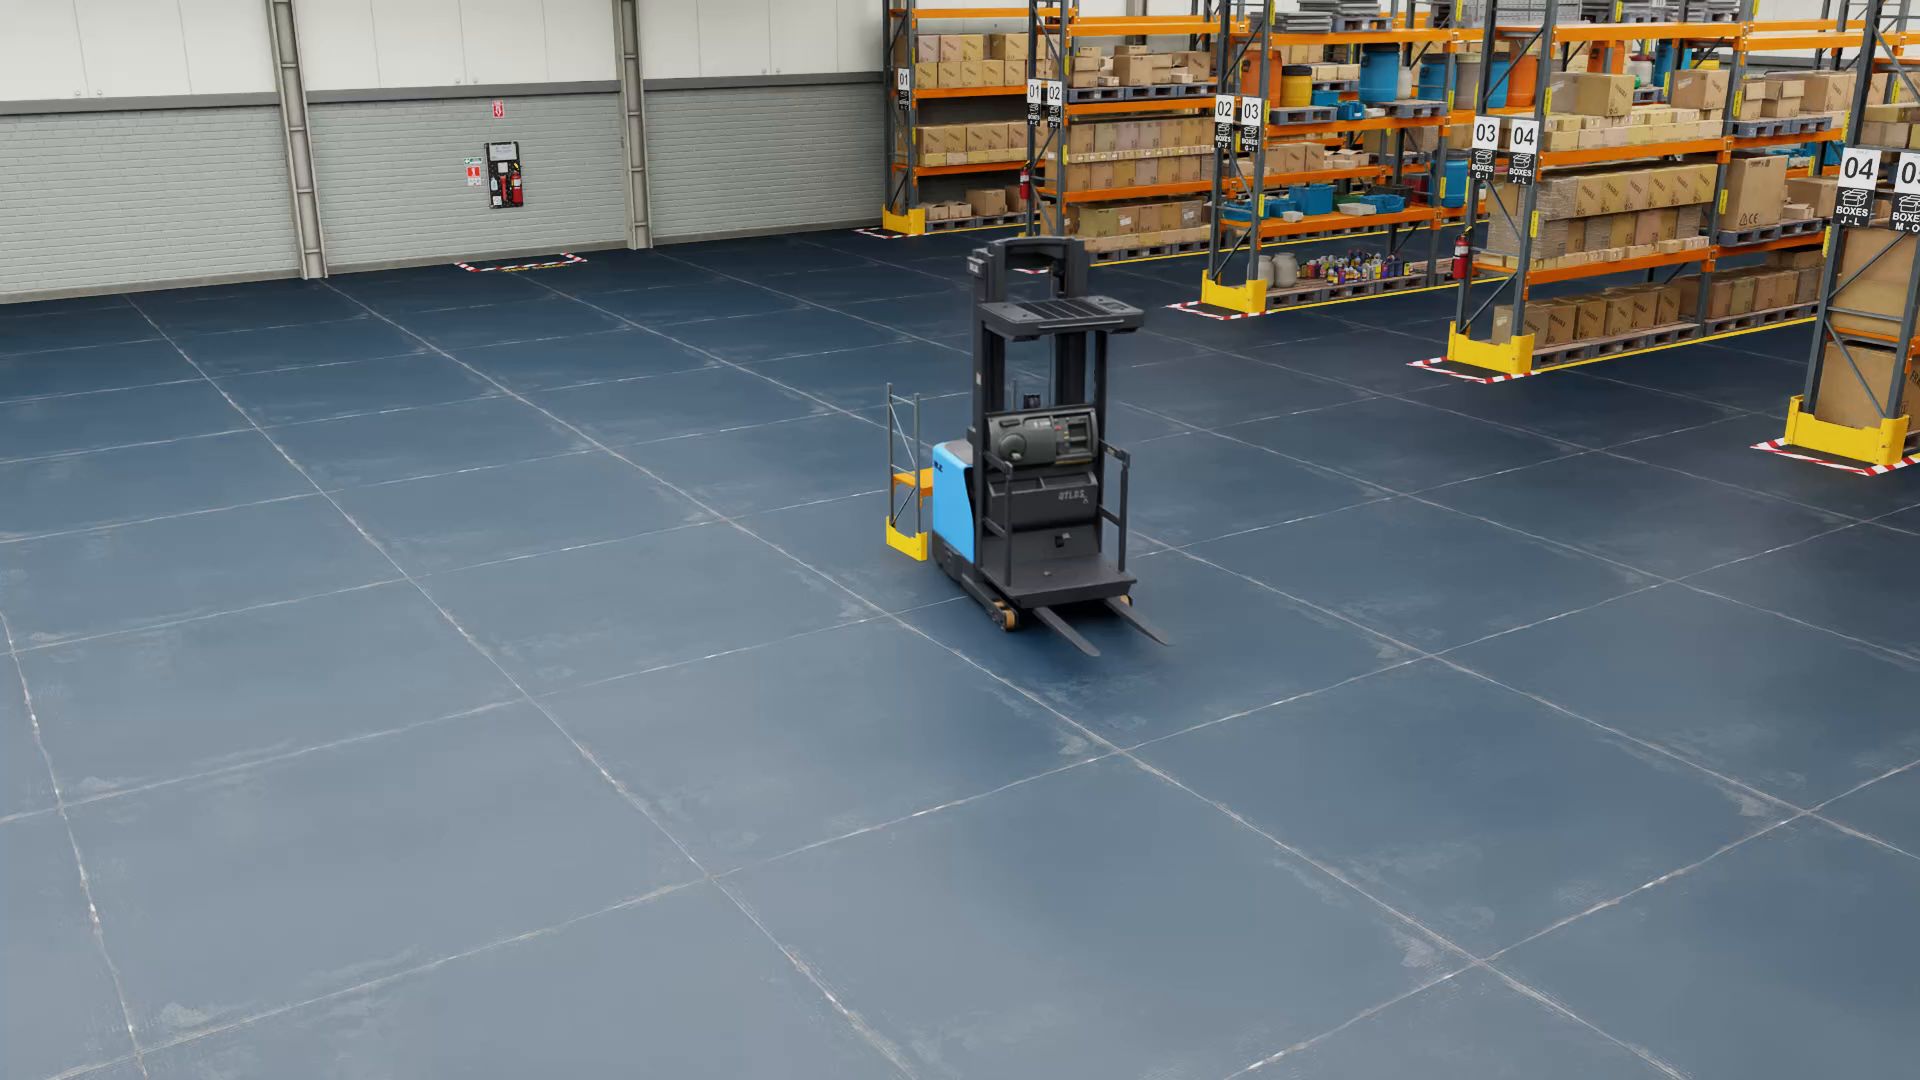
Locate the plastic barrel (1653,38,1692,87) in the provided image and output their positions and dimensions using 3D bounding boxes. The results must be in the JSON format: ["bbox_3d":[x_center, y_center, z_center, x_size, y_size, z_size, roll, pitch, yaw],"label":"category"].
[{"bbox_3d":[12.921,-8.688,30.136,0.708,0.901,0.600,-12,22,-31],"label":"plastic barrel"}]

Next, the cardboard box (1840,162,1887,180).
[{"bbox_3d":[14.265,-5.789,25.963,0.637,0.503,0.797,-11,22,-30],"label":"cardboard box"}]

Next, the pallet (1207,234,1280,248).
[{"bbox_3d":[5.453,-5.907,32.389,1.213,0.211,1.003,-12,22,-31],"label":"pallet"}]

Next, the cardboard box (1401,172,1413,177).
[{"bbox_3d":[10.787,-9.214,41.063,0.500,0.500,0.700,-13,22,-33],"label":"cardboard box"}]

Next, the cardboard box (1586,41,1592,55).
[{"bbox_3d":[13.639,-10.867,36.304,0.500,0.500,0.700,-12,22,-31],"label":"cardboard box"}]

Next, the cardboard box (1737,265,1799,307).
[{"bbox_3d":[12.171,-3.840,25.137,0.500,0.500,0.700,-10,21,-27],"label":"cardboard box"}]

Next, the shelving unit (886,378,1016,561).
[{"bbox_3d":[-0.064,-0.697,14.965,1.083,1.500,0.587,-12,22,-31],"label":"shelving unit"}]

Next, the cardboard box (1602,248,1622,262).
[{"bbox_3d":[8.639,-3.839,22.309,0.250,0.149,0.380,-12,22,-31],"label":"cardboard box"}]

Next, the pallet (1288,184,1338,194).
[{"bbox_3d":[8.210,-8.345,39.598,1.213,0.211,1.003,-12,22,-31],"label":"pallet"}]

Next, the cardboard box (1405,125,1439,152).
[{"bbox_3d":[9.533,-8.290,34.271,0.500,0.500,0.700,-8,20,-21],"label":"cardboard box"}]

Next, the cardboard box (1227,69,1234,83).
[{"bbox_3d":[5.379,-8.743,31.317,0.500,0.250,0.500,-9,21,-26],"label":"cardboard box"}]

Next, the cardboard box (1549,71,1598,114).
[{"bbox_3d":[8.119,-5.920,21.987,0.500,0.500,0.500,-12,22,-31],"label":"cardboard box"}]

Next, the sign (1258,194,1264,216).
[{"bbox_3d":[4.539,-5.041,25.041,0.005,0.325,0.100,-12,22,-31],"label":"sign"}]

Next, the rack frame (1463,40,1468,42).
[{"bbox_3d":[12.154,-13.368,40.736,0.127,3.000,1.000,-12,22,-31],"label":"rack frame"}]

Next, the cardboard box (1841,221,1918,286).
[{"bbox_3d":[9.939,-3.026,17.593,0.550,0.550,0.875,-12,22,-31],"label":"cardboard box"}]

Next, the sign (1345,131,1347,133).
[{"bbox_3d":[7.894,-8.447,33.863,0.005,0.325,0.100,-12,22,-31],"label":"sign"}]

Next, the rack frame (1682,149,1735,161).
[{"bbox_3d":[14.262,-7.172,31.775,0.127,3.000,1.000,-12,22,-31],"label":"rack frame"}]

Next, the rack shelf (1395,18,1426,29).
[{"bbox_3d":[9.871,-10.457,33.872,4.000,0.370,1.077,-12,22,-31],"label":"rack shelf"}]

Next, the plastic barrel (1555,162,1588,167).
[{"bbox_3d":[10.700,-6.369,29.187,0.708,0.536,0.600,-12,22,-31],"label":"plastic barrel"}]

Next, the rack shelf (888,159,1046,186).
[{"bbox_3d":[0.462,-7.719,34.518,4.000,0.370,1.077,-12,22,-31],"label":"rack shelf"}]

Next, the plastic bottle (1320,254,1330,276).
[{"bbox_3d":[6.010,-4.544,27.451,0.185,0.351,0.144,-11,22,-29],"label":"plastic bottle"}]

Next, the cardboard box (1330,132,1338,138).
[{"bbox_3d":[8.687,-9.577,39.250,0.250,0.149,0.380,-12,22,-31],"label":"cardboard box"}]

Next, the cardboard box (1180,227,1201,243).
[{"bbox_3d":[4.169,-5.759,31.233,0.500,0.250,0.500,-12,22,-31],"label":"cardboard box"}]

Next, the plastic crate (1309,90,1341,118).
[{"bbox_3d":[5.667,-6.888,26.276,0.575,0.384,0.392,-12,22,-31],"label":"plastic crate"}]

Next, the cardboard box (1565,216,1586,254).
[{"bbox_3d":[7.790,-4.131,22.160,0.500,0.500,0.875,-12,22,-31],"label":"cardboard box"}]

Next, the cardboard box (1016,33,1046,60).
[{"bbox_3d":[1.408,-10.103,34.014,0.500,0.500,0.500,-11,21,-28],"label":"cardboard box"}]

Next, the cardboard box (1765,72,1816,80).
[{"bbox_3d":[12.270,-6.655,24.625,0.500,0.500,0.500,-13,22,-33],"label":"cardboard box"}]

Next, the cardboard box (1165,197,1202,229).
[{"bbox_3d":[4.168,-6.115,31.115,0.500,0.500,0.500,-12,22,-31],"label":"cardboard box"}]

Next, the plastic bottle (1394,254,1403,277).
[{"bbox_3d":[7.201,-4.526,27.397,0.185,0.351,0.144,-13,22,-33],"label":"plastic bottle"}]

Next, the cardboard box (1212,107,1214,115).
[{"bbox_3d":[6.018,-9.686,37.390,0.500,0.250,0.500,-11,22,-30],"label":"cardboard box"}]

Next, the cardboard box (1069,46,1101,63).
[{"bbox_3d":[2.632,-10.155,35.103,0.500,0.500,0.500,-9,20,-24],"label":"cardboard box"}]

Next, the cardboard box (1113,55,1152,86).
[{"bbox_3d":[3.056,-8.337,29.506,0.500,0.500,0.500,-12,22,-31],"label":"cardboard box"}]

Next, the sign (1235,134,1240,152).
[{"bbox_3d":[5.166,-7.388,30.938,0.005,0.325,0.100,-12,22,-31],"label":"sign"}]

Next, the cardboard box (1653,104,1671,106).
[{"bbox_3d":[9.864,-6.002,23.242,0.250,0.149,0.380,-13,22,-33],"label":"cardboard box"}]

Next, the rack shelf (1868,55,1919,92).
[{"bbox_3d":[11.278,-5.053,17.887,4.000,0.370,1.077,-12,22,-31],"label":"rack shelf"}]

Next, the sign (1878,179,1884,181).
[{"bbox_3d":[13.952,-5.510,25.175,0.005,0.325,0.100,-12,22,-31],"label":"sign"}]

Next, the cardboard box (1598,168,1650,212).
[{"bbox_3d":[8.826,-4.683,22.233,0.500,0.500,0.500,-12,22,-31],"label":"cardboard box"}]

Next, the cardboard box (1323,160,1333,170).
[{"bbox_3d":[7.166,-7.434,32.943,0.250,0.149,0.380,-10,21,-27],"label":"cardboard box"}]

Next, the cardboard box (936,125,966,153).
[{"bbox_3d":[-0.227,-8.090,33.522,0.500,0.500,0.500,-12,22,-31],"label":"cardboard box"}]

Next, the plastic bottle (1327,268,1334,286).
[{"bbox_3d":[5.925,-4.210,26.587,0.097,0.271,0.097,0,19,0],"label":"plastic bottle"}]

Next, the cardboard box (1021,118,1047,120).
[{"bbox_3d":[1.624,-8.679,35.266,0.500,0.500,0.500,-13,22,-33],"label":"cardboard box"}]

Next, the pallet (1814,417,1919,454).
[{"bbox_3d":[10.232,-1.229,18.552,1.213,0.211,1.003,-12,22,-31],"label":"pallet"}]

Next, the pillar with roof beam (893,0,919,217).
[{"bbox_3d":[1.268,-9.753,30.043,0.400,9.000,9.100,-12,22,-31],"label":"pillar with roof beam"}]

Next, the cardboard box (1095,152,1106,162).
[{"bbox_3d":[2.393,-6.841,29.626,0.250,0.149,0.380,-12,22,-31],"label":"cardboard box"}]

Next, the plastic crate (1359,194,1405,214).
[{"bbox_3d":[6.806,-5.425,26.839,0.616,0.251,0.499,-12,22,-31],"label":"plastic crate"}]

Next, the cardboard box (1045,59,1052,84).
[{"bbox_3d":[1.844,-9.735,34.485,0.500,0.500,0.500,-11,22,-30],"label":"cardboard box"}]

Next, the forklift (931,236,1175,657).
[{"bbox_3d":[0.742,-0.823,13.104,1.130,2.935,3.031,-7,20,-19],"label":"forklift"}]

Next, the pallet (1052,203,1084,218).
[{"bbox_3d":[2.781,-7.229,36.298,1.213,0.211,1.003,-12,22,-31],"label":"pallet"}]

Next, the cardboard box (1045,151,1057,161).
[{"bbox_3d":[1.733,-6.857,29.673,0.250,0.149,0.380,-12,22,-32],"label":"cardboard box"}]

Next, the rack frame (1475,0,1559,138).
[{"bbox_3d":[6.964,-6.575,20.643,0.127,3.000,1.000,-12,22,-31],"label":"rack frame"}]

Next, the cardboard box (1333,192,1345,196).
[{"bbox_3d":[7.601,-6.941,33.854,0.500,0.311,0.500,-11,22,-30],"label":"cardboard box"}]

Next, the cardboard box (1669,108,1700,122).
[{"bbox_3d":[9.757,-5.752,22.504,0.250,0.149,0.380,-13,23,-34],"label":"cardboard box"}]

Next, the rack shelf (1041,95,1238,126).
[{"bbox_3d":[3.189,-7.816,30.120,4.000,0.370,1.077,-12,22,-31],"label":"rack shelf"}]

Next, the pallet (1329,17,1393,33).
[{"bbox_3d":[5.887,-7.957,25.649,1.213,0.211,1.003,-12,22,-31],"label":"pallet"}]

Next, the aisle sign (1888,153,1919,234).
[{"bbox_3d":[9.713,-3.528,16.936,0.004,0.787,0.394,-12,22,-31],"label":"aisle sign"}]
